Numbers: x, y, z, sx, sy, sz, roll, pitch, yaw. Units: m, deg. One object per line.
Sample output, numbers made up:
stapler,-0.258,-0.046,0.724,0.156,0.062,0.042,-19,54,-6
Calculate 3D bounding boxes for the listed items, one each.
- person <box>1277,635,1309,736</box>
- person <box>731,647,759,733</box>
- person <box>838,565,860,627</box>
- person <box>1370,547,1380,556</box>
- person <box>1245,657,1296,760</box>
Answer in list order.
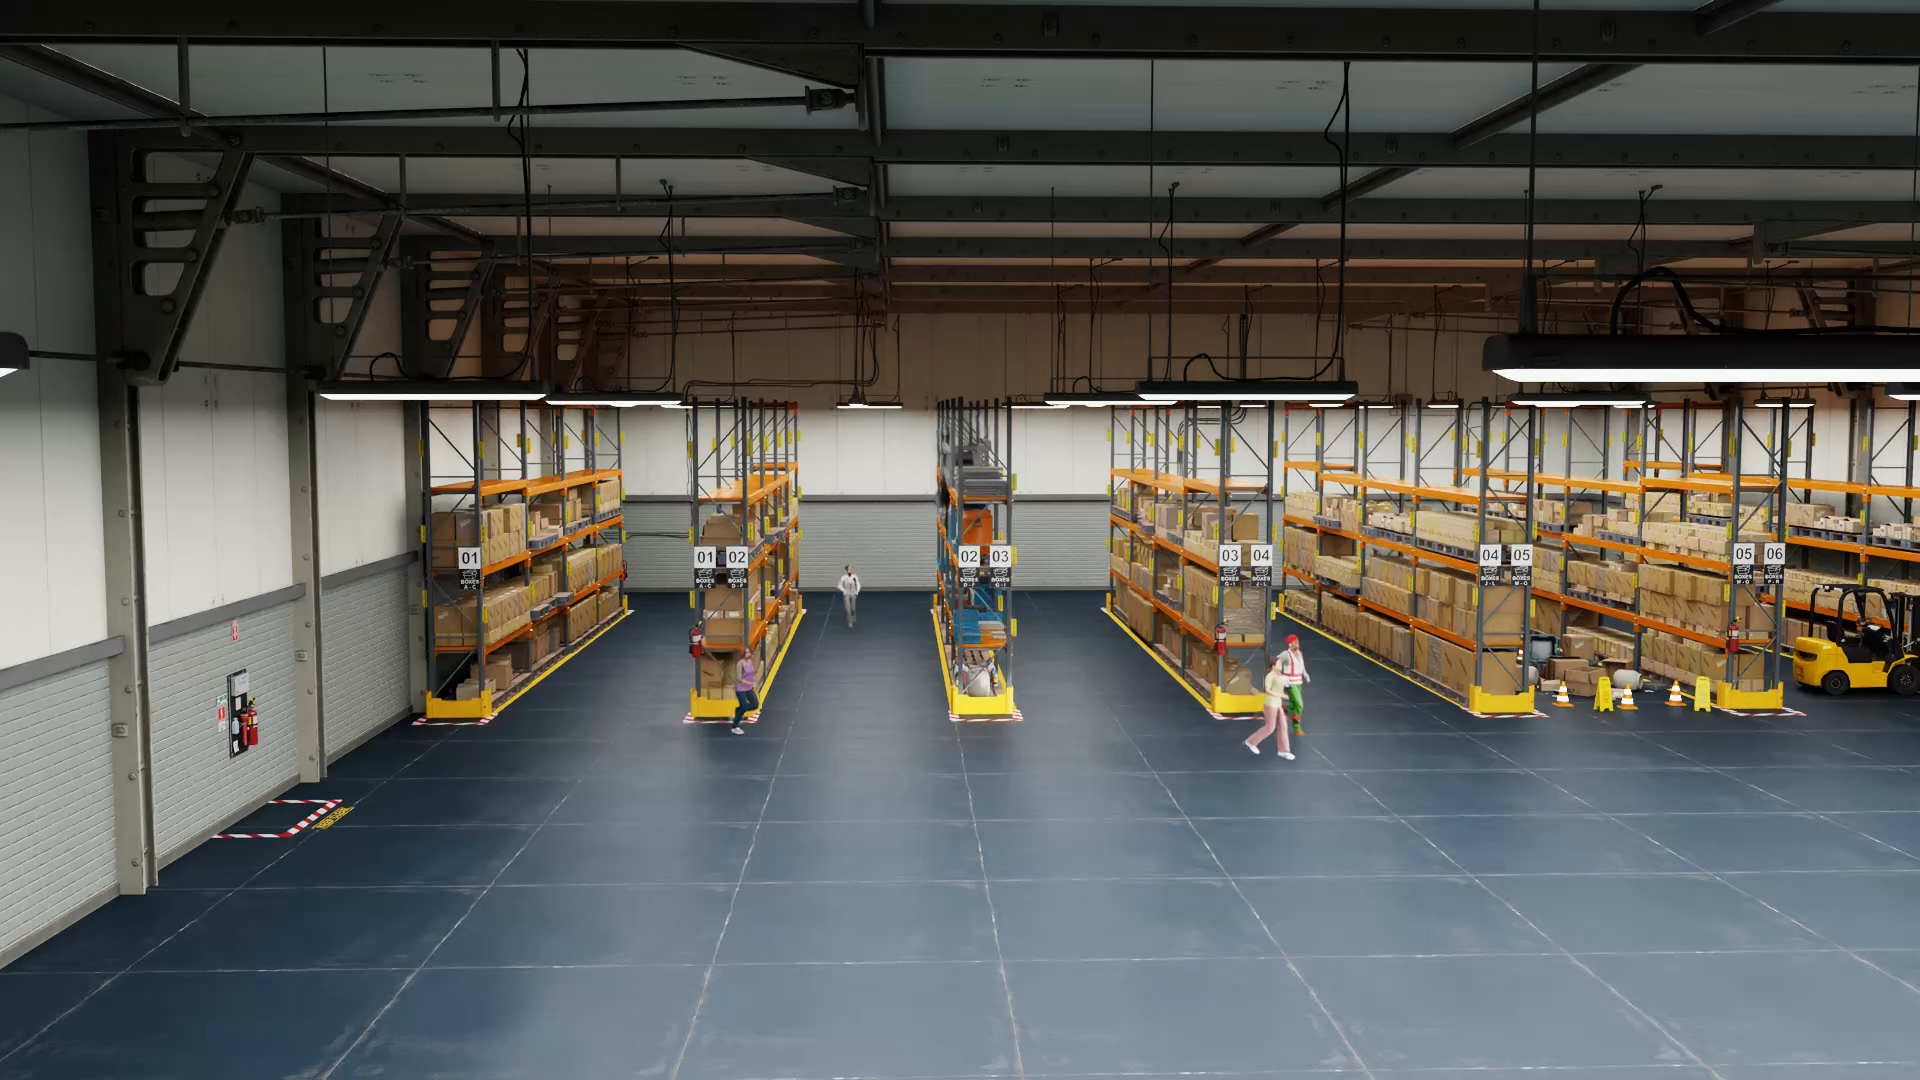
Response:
person,5.867,2.561,29.647,0.673,1.775,0.817,-4,6,-44
person,-3.791,2.667,29.584,0.606,1.557,0.575,2,5,29
person,-2.947,1.485,44.276,0.609,1.666,0.583,-1,5,-11
person,12.330,1.080,49.227,0.743,1.750,0.606,0,4,5
person,5.147,2.765,27.490,0.848,1.688,0.598,2,5,27
